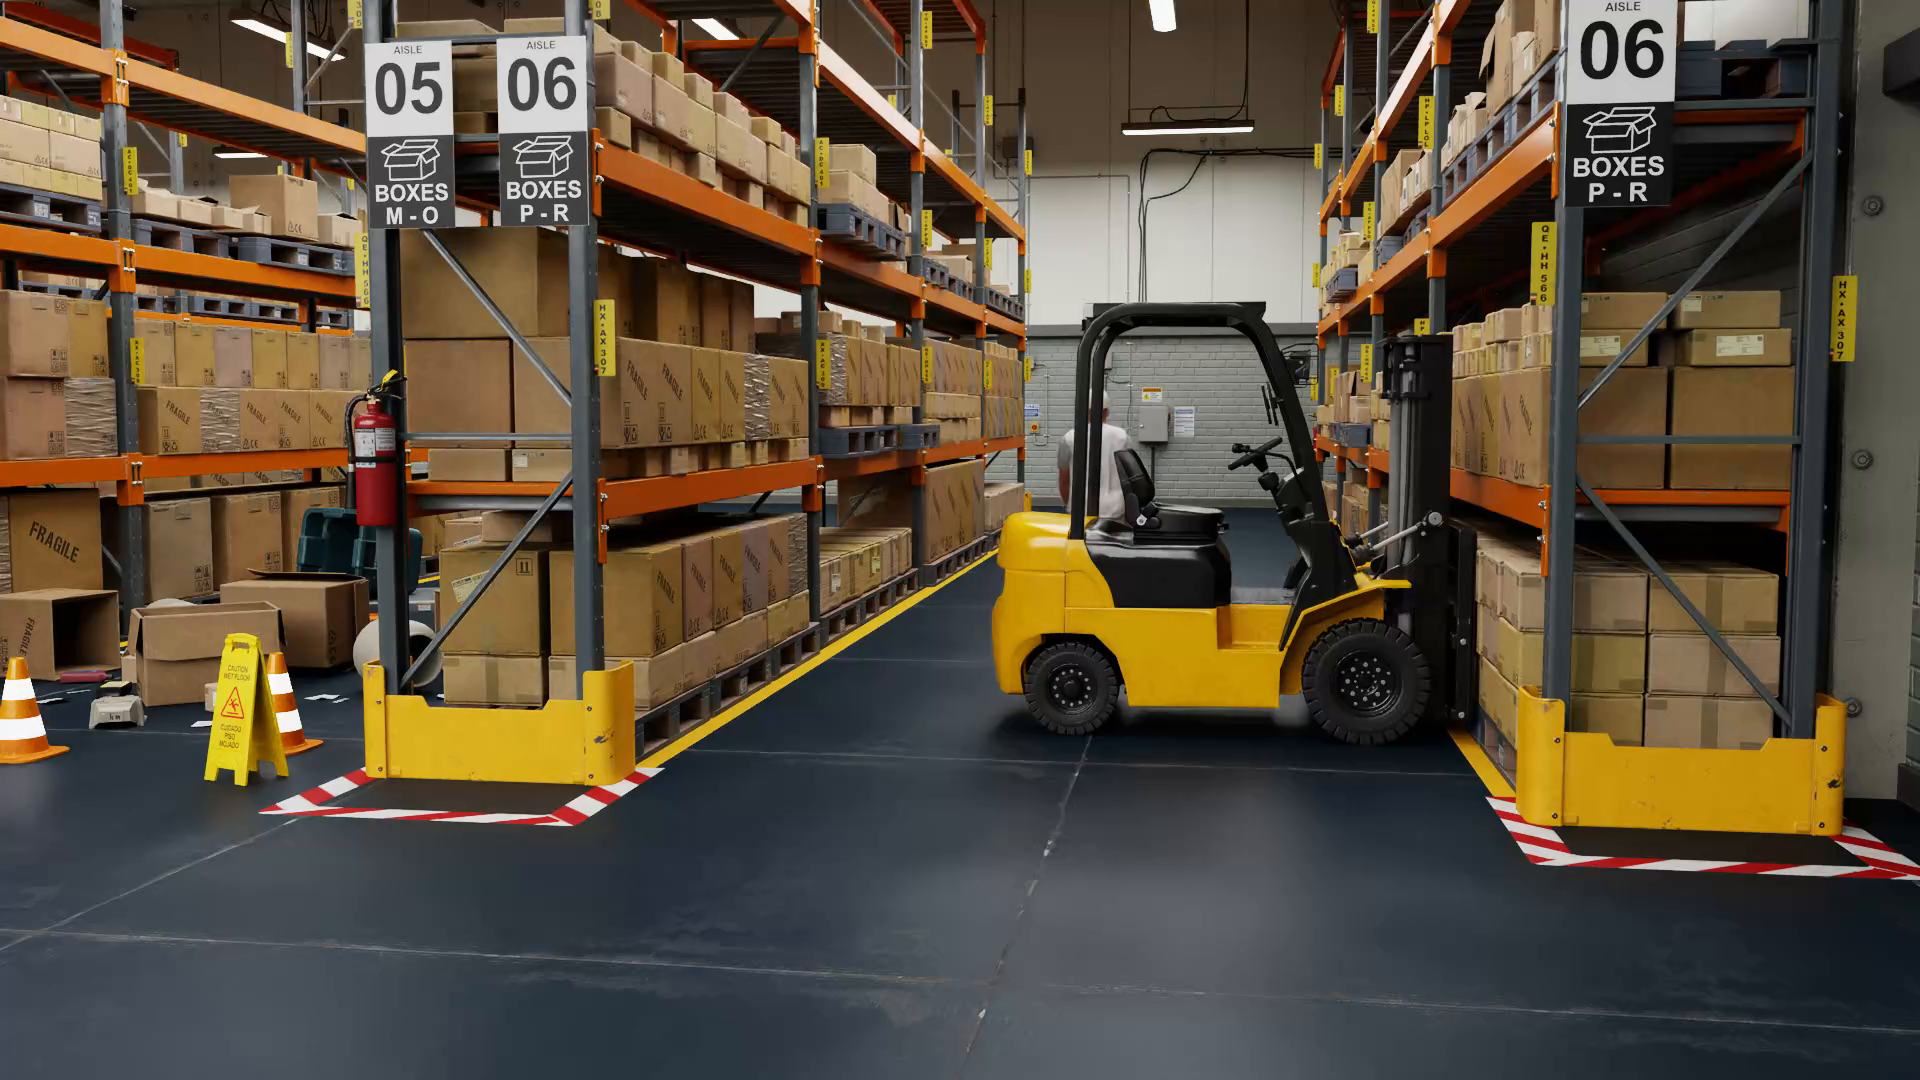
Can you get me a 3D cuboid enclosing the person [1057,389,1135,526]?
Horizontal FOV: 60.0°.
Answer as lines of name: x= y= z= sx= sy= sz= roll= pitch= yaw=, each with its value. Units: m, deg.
person: x=0.952 y=-0.169 z=11.613 sx=0.539 sy=1.790 sz=0.437 roll=1 pitch=4 yaw=7
